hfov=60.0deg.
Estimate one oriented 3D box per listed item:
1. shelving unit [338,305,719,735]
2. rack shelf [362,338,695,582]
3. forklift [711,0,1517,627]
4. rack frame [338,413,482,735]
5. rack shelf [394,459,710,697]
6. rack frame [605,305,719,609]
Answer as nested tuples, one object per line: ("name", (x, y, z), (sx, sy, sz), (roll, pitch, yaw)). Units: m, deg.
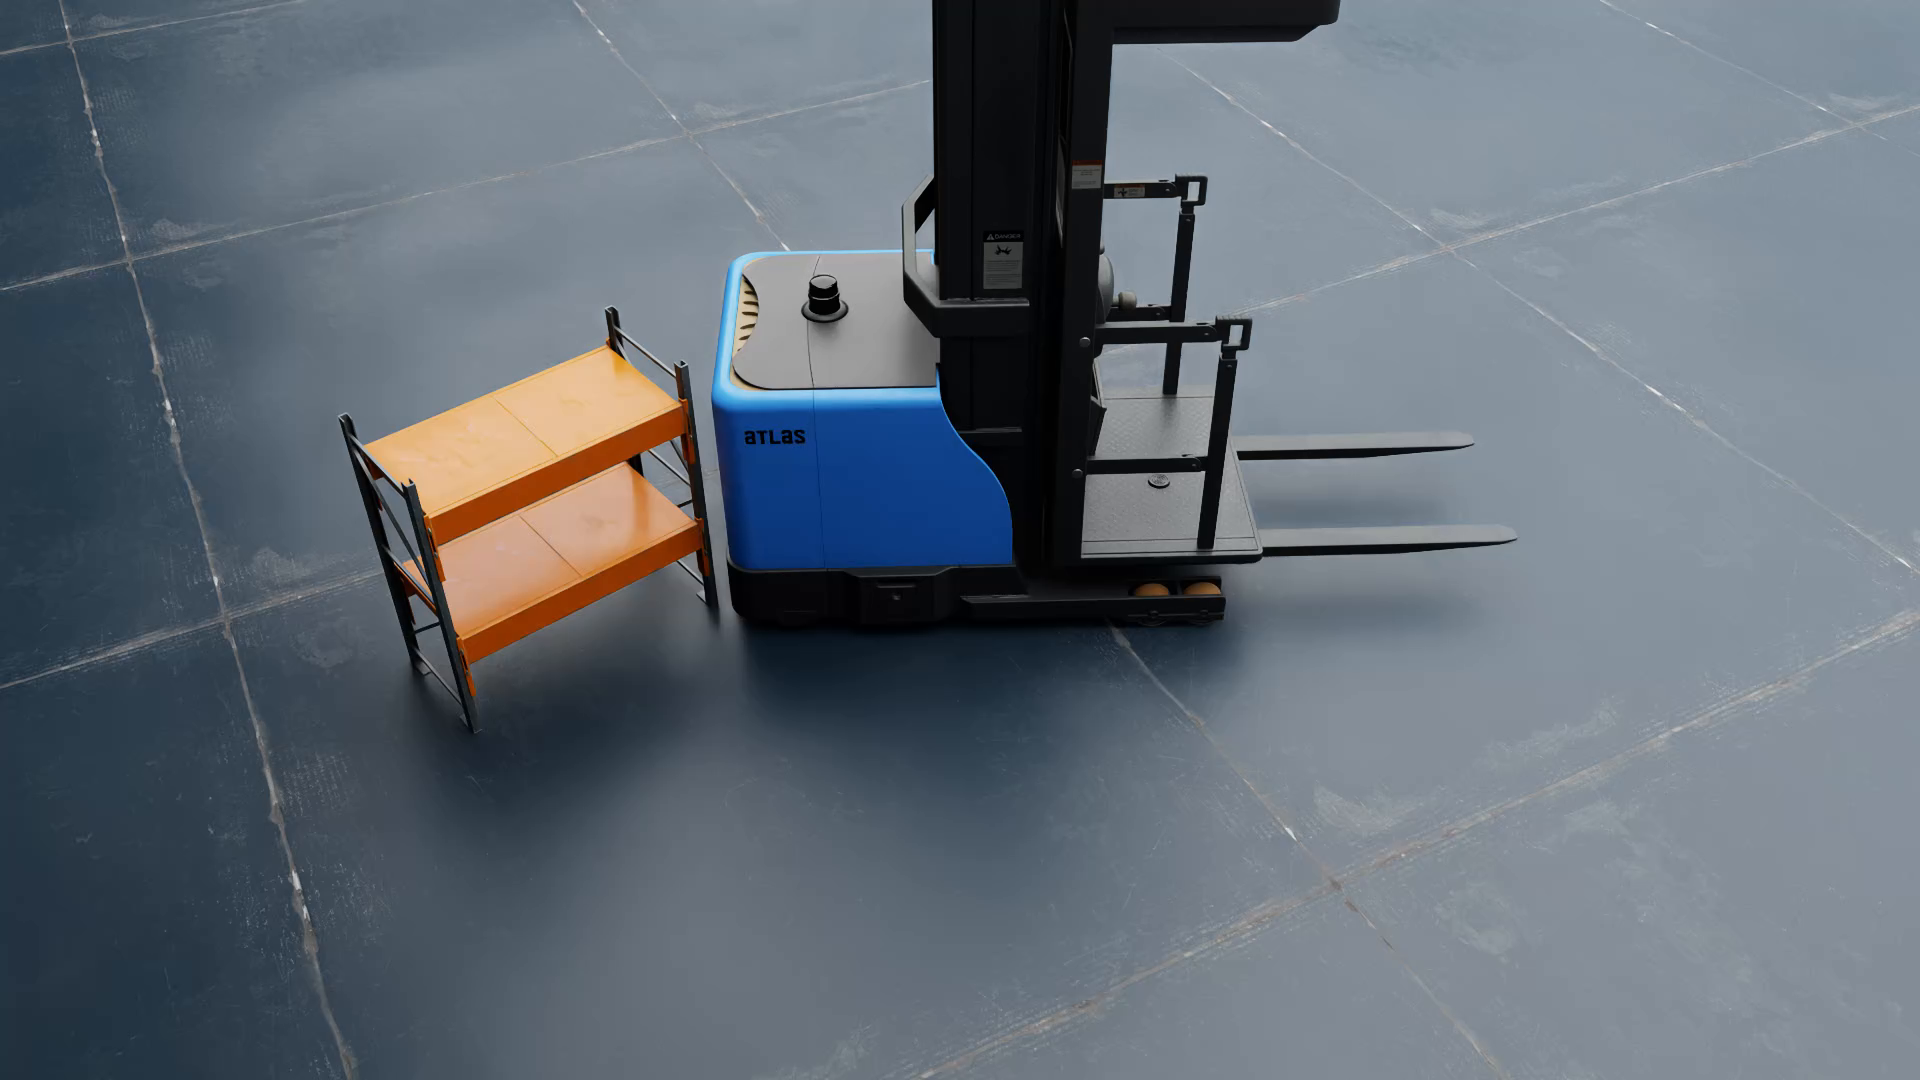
("shelving unit", (-1.496, -0.077, 5.971), (1.048, 1.125, 0.538), (-29, 48, -30))
("rack shelf", (-1.496, -0.301, 5.782), (1.000, 0.278, 0.538), (-29, 48, -30))
("forklift", (0.626, -1.133, 5.820), (3.031, 2.935, 1.130), (-1, 40, -2))
("rack frame", (-1.883, 0.136, 5.719), (0.032, 1.125, 0.500), (-29, 48, -30))
("rack shelf", (-1.496, 0.109, 6.129), (1.000, 0.278, 0.538), (-29, 48, -30))
("rack frame", (-1.109, -0.291, 6.223), (0.032, 1.125, 0.500), (-29, 48, -30))
